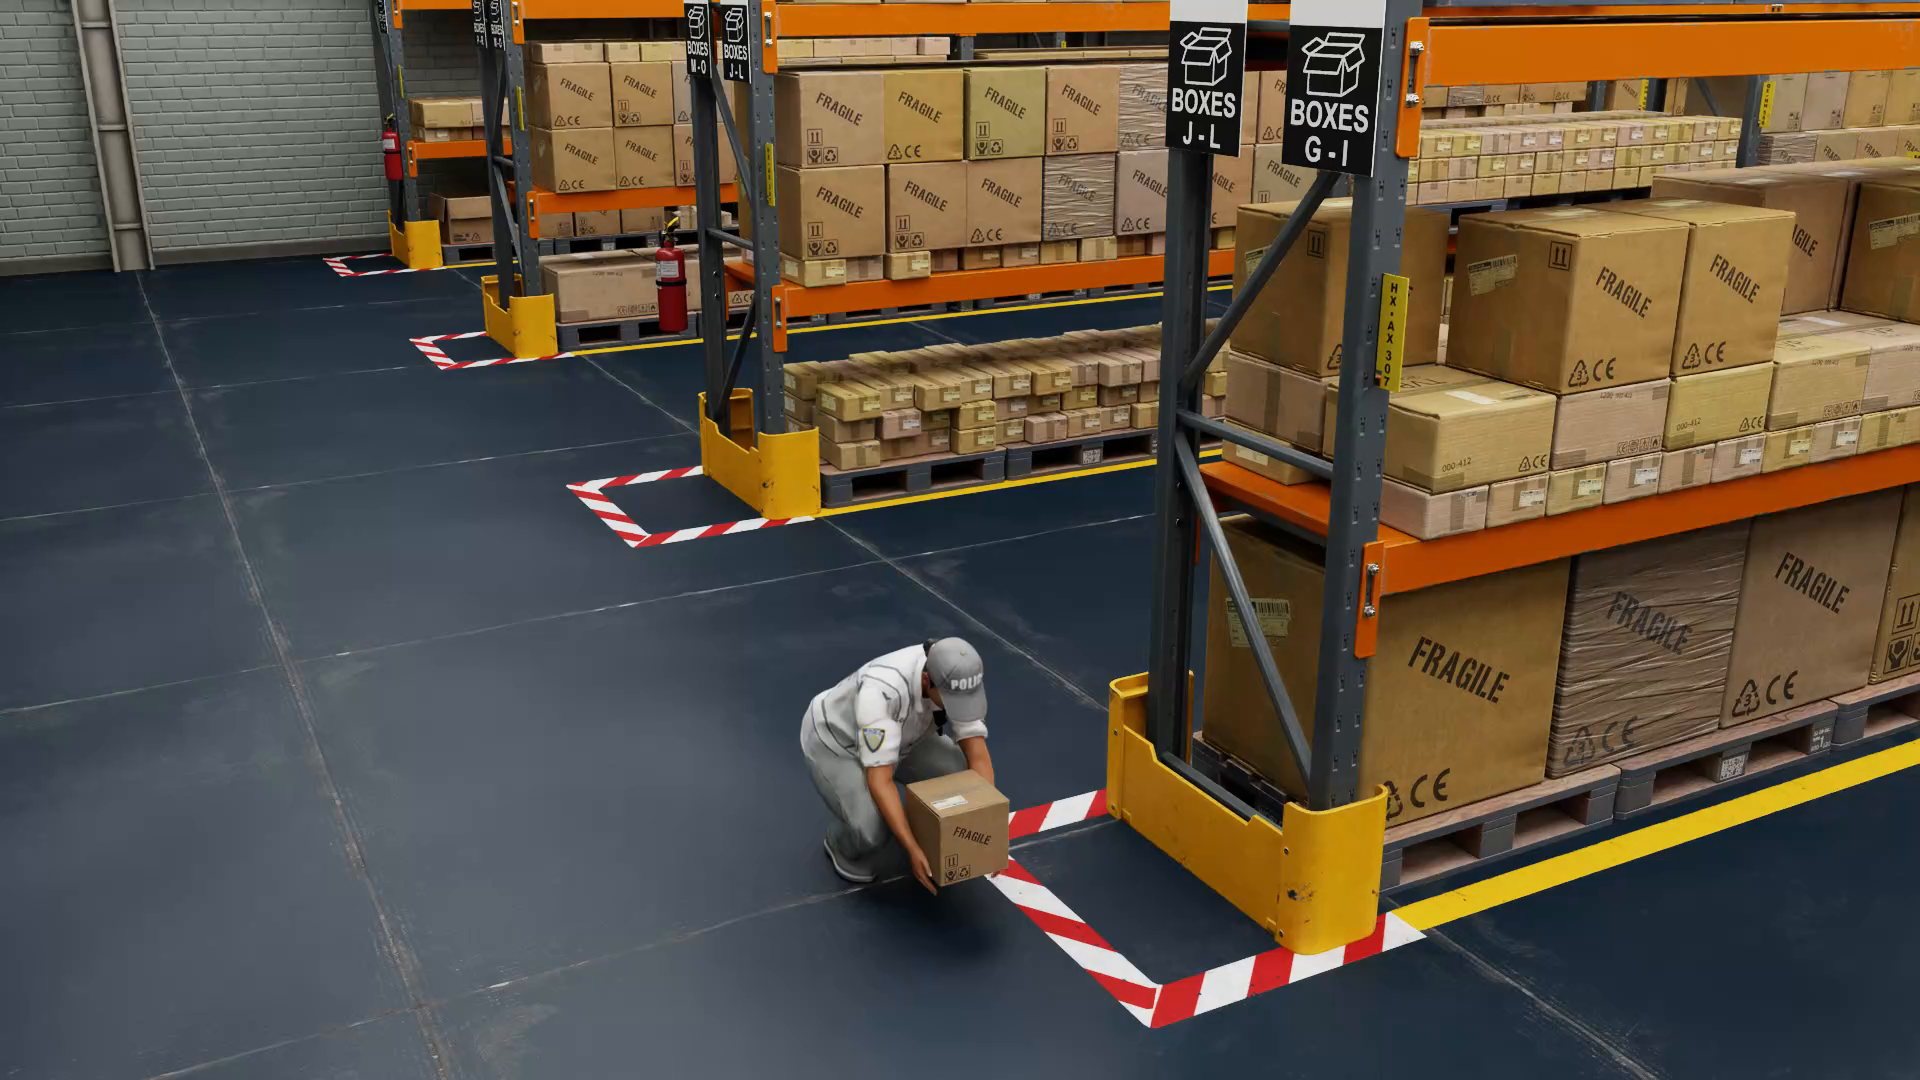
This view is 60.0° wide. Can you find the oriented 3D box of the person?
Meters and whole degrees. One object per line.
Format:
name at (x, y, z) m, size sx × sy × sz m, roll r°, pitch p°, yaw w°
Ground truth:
person at (-0.192, 0.708, 5.612) m, size 0.508 × 0.944 × 0.870 m, roll -11°, pitch 22°, yaw -30°
